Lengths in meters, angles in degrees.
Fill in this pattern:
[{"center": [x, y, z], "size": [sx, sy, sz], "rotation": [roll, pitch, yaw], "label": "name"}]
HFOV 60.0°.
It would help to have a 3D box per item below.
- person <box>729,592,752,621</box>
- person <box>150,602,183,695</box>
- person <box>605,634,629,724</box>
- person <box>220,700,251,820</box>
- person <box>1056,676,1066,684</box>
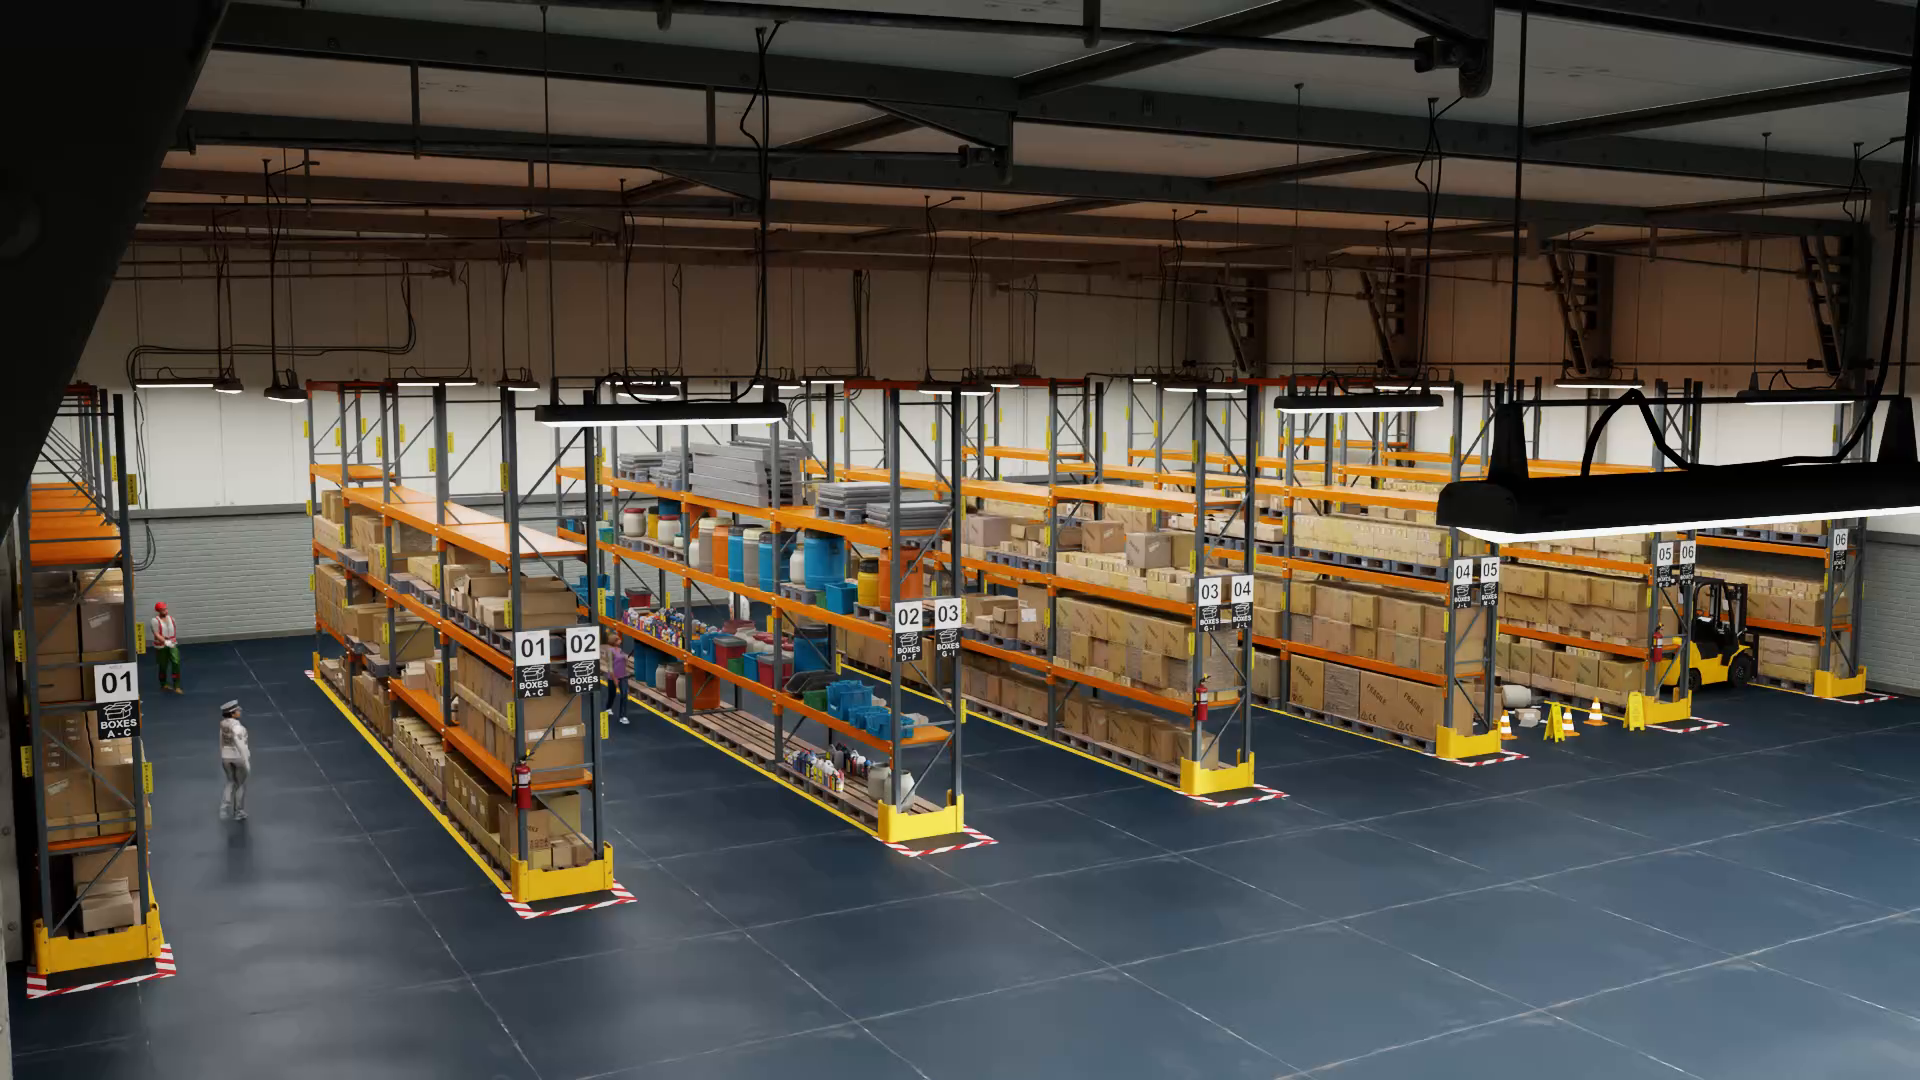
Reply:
[{"center": [-4.796, 1.684, 36.159], "size": [0.500, 1.621, 0.929], "rotation": [-3, 7, -24], "label": "person"}, {"center": [-15.209, 2.058, 31.876], "size": [0.539, 1.767, 0.829], "rotation": [-5, 8, -41], "label": "person"}, {"center": [-6.079, 2.428, 29.395], "size": [0.390, 1.552, 0.823], "rotation": [-3, 7, -28], "label": "person"}, {"center": [-10.027, 3.041, 22.961], "size": [0.458, 1.684, 0.475], "rotation": [1, 6, 8], "label": "person"}, {"center": [1.866, 2.001, 31.319], "size": [0.528, 1.762, 0.598], "rotation": [0, 6, -4], "label": "person"}]
